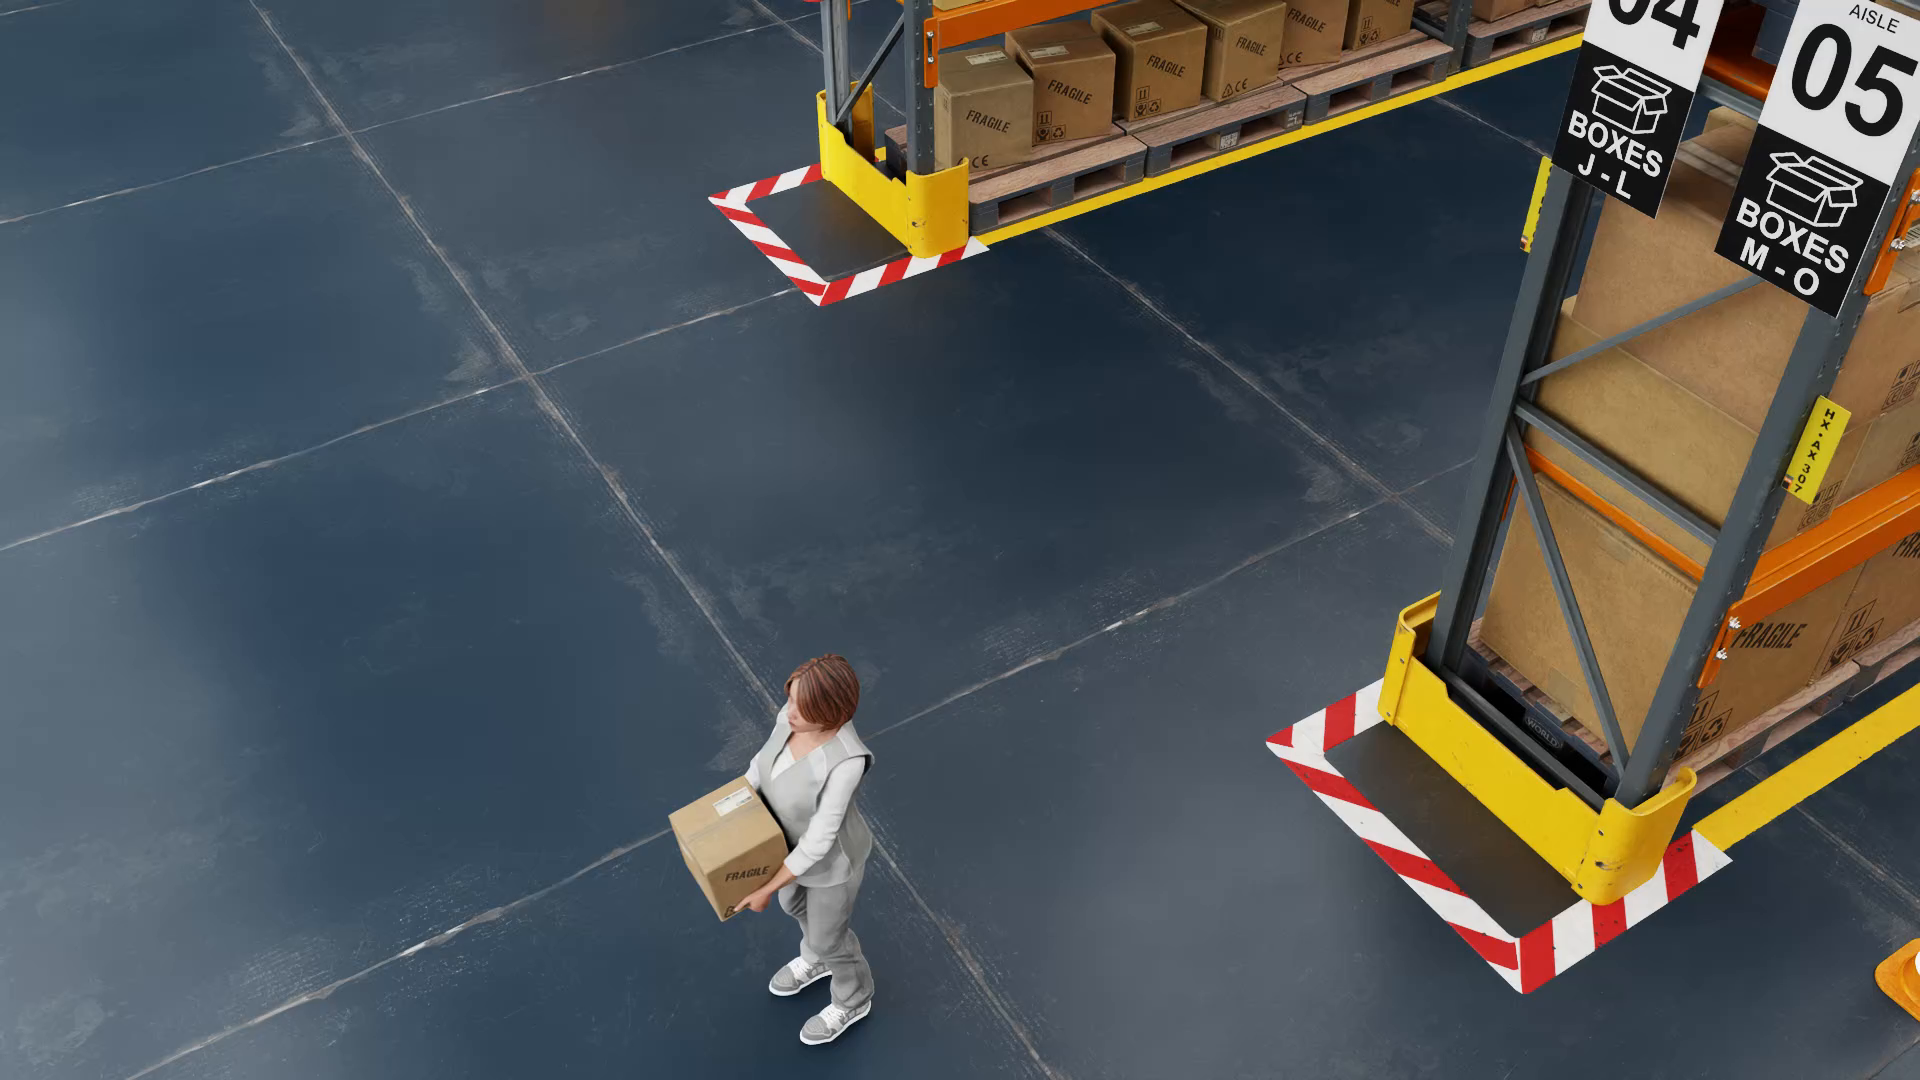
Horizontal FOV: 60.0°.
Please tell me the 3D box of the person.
[{"bbox_3d":[-0.510,0.976,5.061,0.500,1.588,0.406,-22,46,-23],"label":"person"}]
